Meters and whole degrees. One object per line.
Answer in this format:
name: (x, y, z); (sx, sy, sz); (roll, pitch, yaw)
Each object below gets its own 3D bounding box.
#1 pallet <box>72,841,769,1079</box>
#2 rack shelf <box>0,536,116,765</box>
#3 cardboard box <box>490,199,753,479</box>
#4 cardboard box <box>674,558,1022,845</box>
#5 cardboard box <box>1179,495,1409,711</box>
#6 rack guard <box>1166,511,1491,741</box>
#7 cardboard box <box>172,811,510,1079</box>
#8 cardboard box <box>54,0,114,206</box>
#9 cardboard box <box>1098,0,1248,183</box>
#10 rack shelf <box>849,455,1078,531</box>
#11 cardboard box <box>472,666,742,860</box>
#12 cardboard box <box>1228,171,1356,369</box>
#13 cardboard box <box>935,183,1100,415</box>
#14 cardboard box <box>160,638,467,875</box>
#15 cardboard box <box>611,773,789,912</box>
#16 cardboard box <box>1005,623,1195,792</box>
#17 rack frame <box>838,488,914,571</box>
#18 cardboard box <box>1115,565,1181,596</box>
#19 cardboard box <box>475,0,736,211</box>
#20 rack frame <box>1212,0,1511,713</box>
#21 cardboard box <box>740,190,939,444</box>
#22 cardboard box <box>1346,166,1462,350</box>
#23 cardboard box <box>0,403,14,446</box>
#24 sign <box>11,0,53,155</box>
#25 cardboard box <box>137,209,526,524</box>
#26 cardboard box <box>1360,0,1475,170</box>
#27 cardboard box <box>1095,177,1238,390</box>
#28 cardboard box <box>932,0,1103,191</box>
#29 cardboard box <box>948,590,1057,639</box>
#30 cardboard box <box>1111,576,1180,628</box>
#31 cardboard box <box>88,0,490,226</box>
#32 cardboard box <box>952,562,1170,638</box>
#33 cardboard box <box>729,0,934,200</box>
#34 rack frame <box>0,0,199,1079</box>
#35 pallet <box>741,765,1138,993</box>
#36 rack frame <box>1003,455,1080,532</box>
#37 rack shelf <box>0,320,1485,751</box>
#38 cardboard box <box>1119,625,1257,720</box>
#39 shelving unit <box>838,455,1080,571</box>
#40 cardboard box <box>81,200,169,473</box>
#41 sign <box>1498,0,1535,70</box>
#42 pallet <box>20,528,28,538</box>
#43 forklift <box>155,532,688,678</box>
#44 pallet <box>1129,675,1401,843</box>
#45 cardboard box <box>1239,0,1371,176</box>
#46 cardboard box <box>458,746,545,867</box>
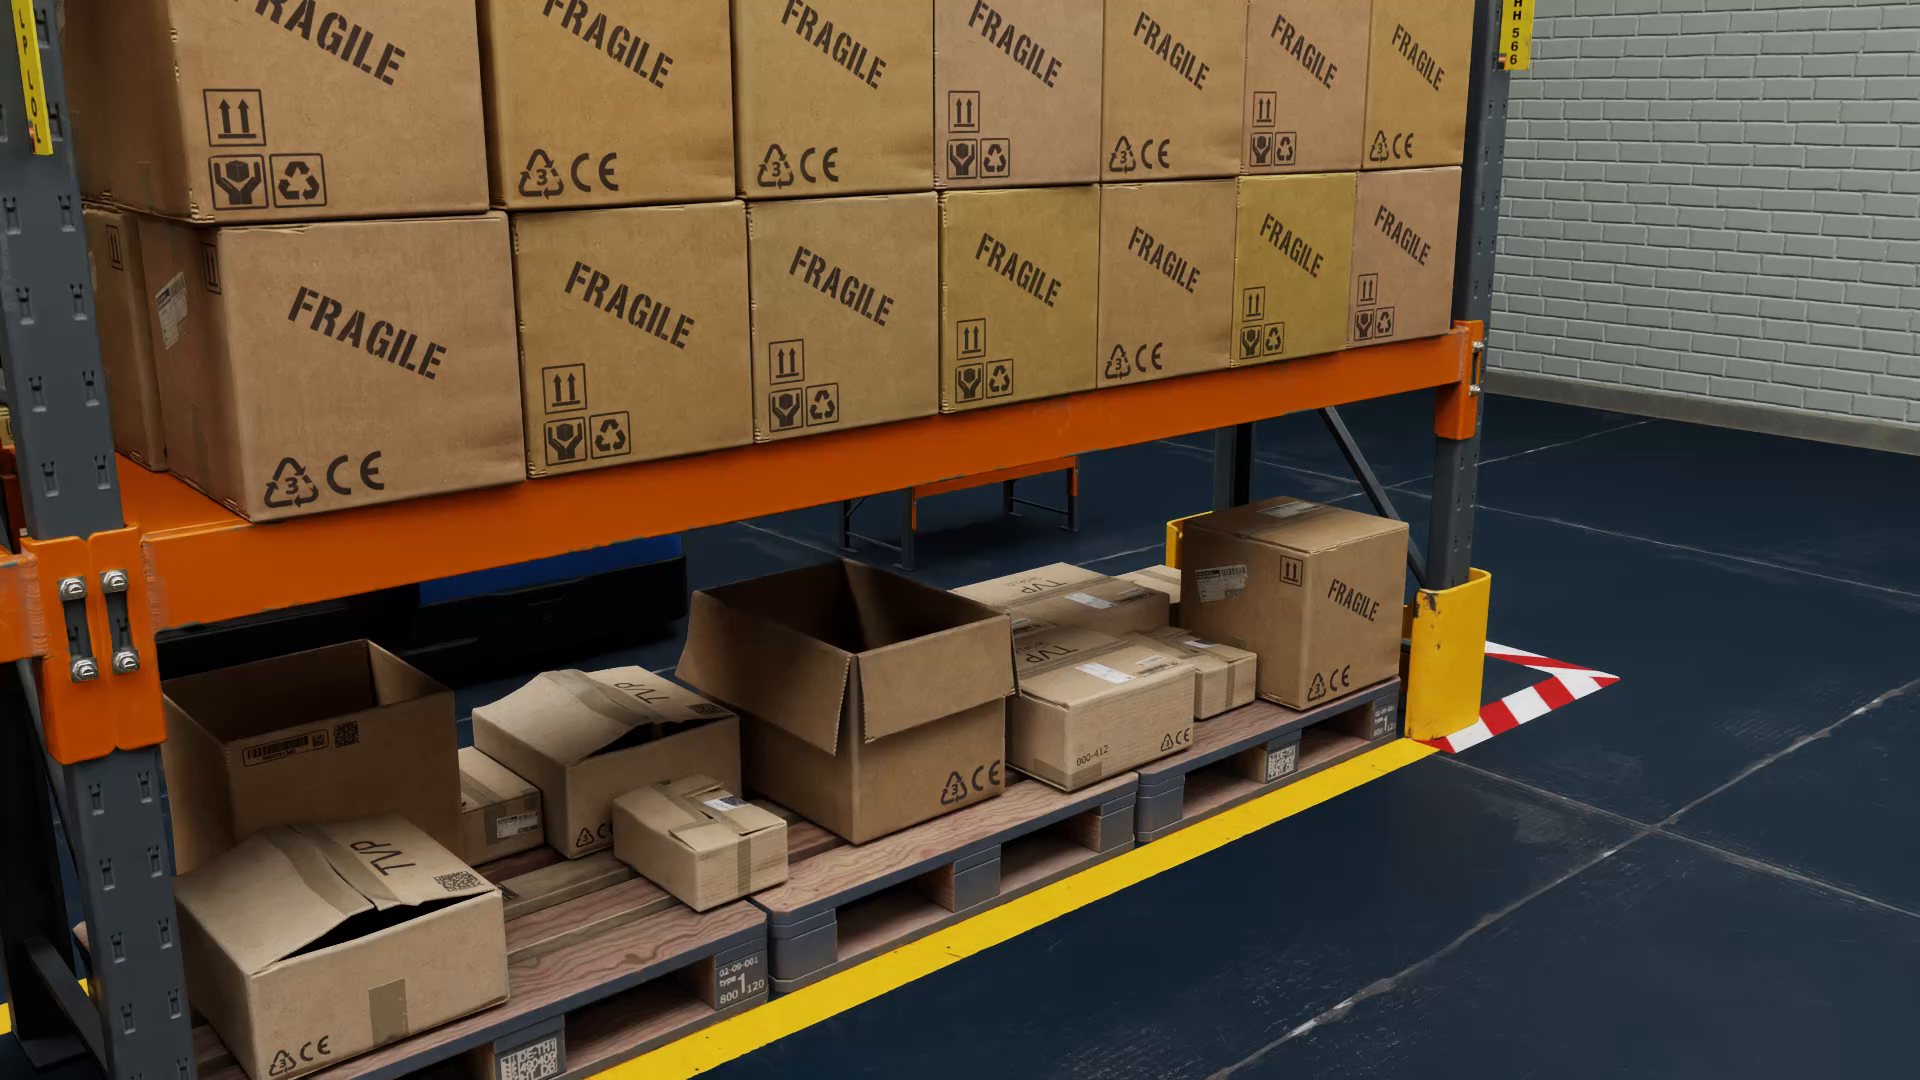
pallet: (-1.205, 0.956, 3.763); (1.213, 0.211, 1.003); (-13, 19, -39)
rack shelf: (-3.232, 0.411, 1.792); (4.000, 0.370, 1.077); (-13, 19, -39)
cardboard box: (-0.776, -0.444, 3.407); (0.500, 0.500, 0.500); (-12, 19, -38)
cardboard box: (-0.309, 0.399, 4.429); (0.637, 0.503, 0.797); (-13, 19, -39)
cardboard box: (1.046, 0.182, 5.246); (0.500, 0.500, 0.500); (-13, 19, -39)
rack guard: (1.237, 0.268, 5.779); (0.348, 0.500, 1.175); (-13, 19, -39)
cardboard box: (-1.265, 0.782, 3.367); (0.500, 0.311, 0.500); (-13, 19, -39)
cardboard box: (-1.512, -0.943, 3.335); (0.500, 0.500, 0.500); (-13, 19, -39)
cardboard box: (0.370, -1.181, 4.227); (0.500, 0.500, 0.500); (-12, 19, -38)
rack shelf: (0.005, -0.308, 7.672); (1.000, 0.278, 0.538); (-13, 19, -39)
cardboard box: (-0.914, 0.532, 4.302); (0.500, 0.311, 0.500); (-13, 19, -39)
cardboard box: (0.746, -0.784, 4.678); (0.500, 0.500, 0.500); (-12, 19, -39)
cardboard box: (-0.014, -0.615, 4.046); (0.500, 0.500, 0.500); (-13, 20, -40)
cardboard box: (-1.480, 0.568, 3.802); (0.500, 0.500, 0.500); (-13, 19, -39)
cardboard box: (-0.619, 0.704, 3.941); (0.250, 0.166, 0.380); (-13, 19, -39)
cardboard box: (0.309, 0.458, 4.698); (0.500, 0.250, 0.500); (-13, 19, -39)
rack frame: (-0.378, -0.458, 7.287); (0.032, 1.125, 0.500); (-13, 19, -39)
cardboard box: (0.753, 0.216, 5.801); (0.250, 0.149, 0.380); (-13, 19, -39)
cardboard box: (-0.794, -0.919, 3.247); (0.500, 0.500, 0.500); (-13, 20, -41)
rack frame: (1.294, -0.953, 5.505); (0.127, 3.000, 1.000); (-13, 19, -39)
cardboard box: (-0.397, -0.529, 3.722); (0.500, 0.500, 0.500); (-13, 20, -40)
cardboard box: (1.135, -0.872, 5.010); (0.500, 0.500, 0.500); (-12, 19, -38)
cardboard box: (-4.346, -0.341, 7.244); (0.500, 0.500, 0.700); (-12, 19, -39)
sign: (-1.356, -0.727, 2.416); (0.005, 0.325, 0.100); (-13, 19, -39)
cardboard box: (-1.160, -0.357, 3.080); (0.500, 0.500, 0.500); (-12, 19, -38)
cardboard box: (1.139, -1.355, 4.880); (0.500, 0.500, 0.500); (-13, 20, -40)
cardboard box: (0.366, -0.700, 4.366); (0.500, 0.500, 0.500); (-12, 19, -39)
cardboard box: (-0.017, -1.094, 3.901); (0.500, 0.500, 0.500); (-12, 19, -38)
cardboard box: (-0.057, 0.369, 5.031); (0.500, 0.250, 0.500); (-13, 19, -39)
cardboard box: (0.564, 0.250, 5.640); (0.250, 0.166, 0.380); (-13, 19, -39)
cardboard box: (-1.183, -0.832, 2.920); (0.500, 0.500, 0.500); (-12, 19, -38)
cardboard box: (0.321, 0.285, 5.348); (0.500, 0.250, 0.500); (-13, 19, -39)
cardboard box: (-0.406, -1.006, 3.573); (0.500, 0.500, 0.500); (-13, 20, -41)
rack frame: (-1.723, -0.275, 2.968); (0.127, 3.000, 1.000); (-13, 19, -39)
pallet: (-0.284, 0.748, 4.541); (1.213, 0.211, 1.003); (-13, 19, -39)
rack frame: (0.389, -0.631, 7.932); (0.032, 1.125, 0.500); (-13, 19, -39)
rack shelf: (-0.215, -0.267, 4.329); (4.000, 0.370, 1.077); (-13, 19, -39)
cardboard box: (0.681, 0.395, 5.098); (0.250, 0.166, 0.380); (-13, 19, -39)
shelving unit: (0.005, -0.545, 7.609); (1.048, 1.125, 0.538); (-13, 19, -39)
cardboard box: (-1.515, -0.458, 3.459); (0.500, 0.500, 0.500); (-12, 19, -38)
sign: (1.643, -1.554, 4.897); (0.005, 0.325, 0.100); (-13, 19, -39)
pallet: (-4.353, -0.005, 7.361); (1.213, 0.211, 1.003); (-13, 19, -39)
forklift: (-2.521, -0.923, 5.525); (3.031, 2.935, 1.130); (-11, 19, -37)
pallet: (0.636, 0.543, 5.310); (1.213, 0.211, 1.003); (-13, 19, -39)
cardboard box: (0.758, -1.270, 4.559); (0.500, 0.500, 0.500); (-12, 19, -38)
cardboard box: (-1.236, 0.663, 4.129); (0.250, 0.149, 0.380); (-13, 19, -39)
